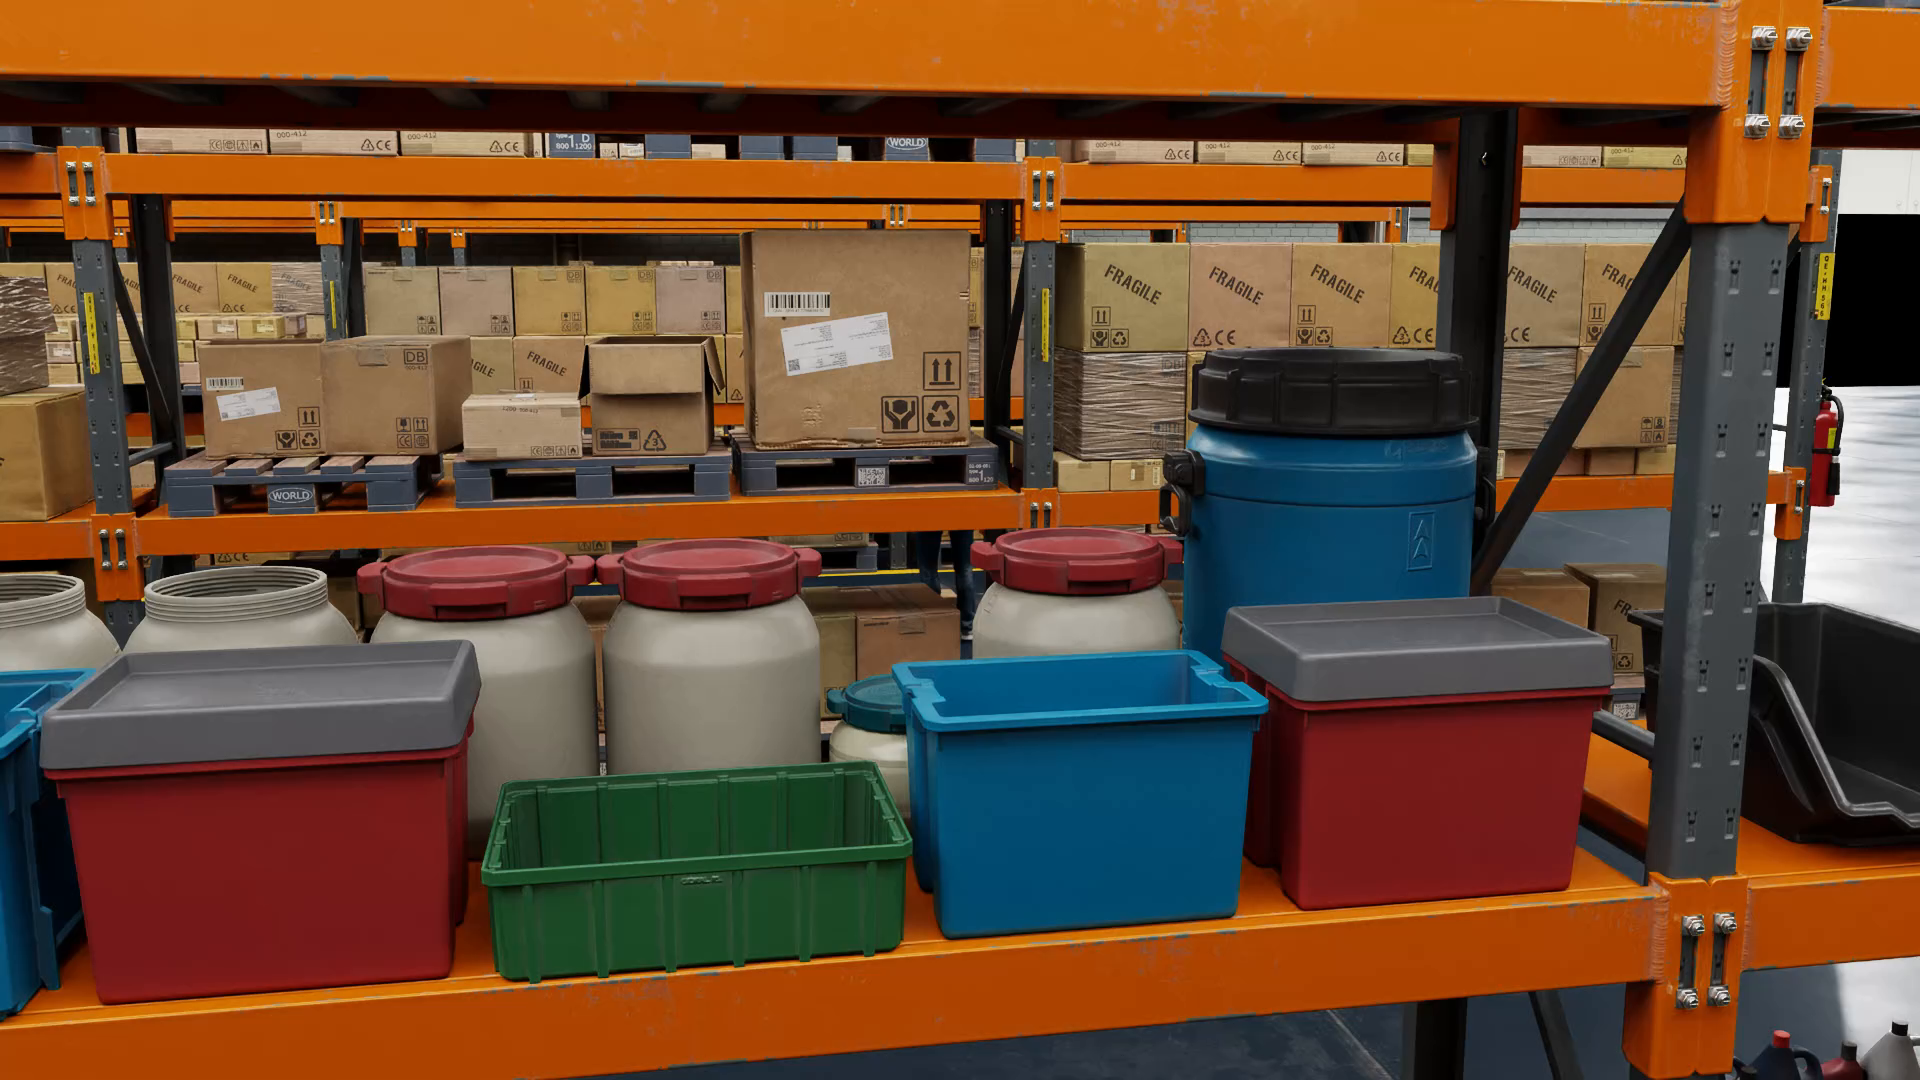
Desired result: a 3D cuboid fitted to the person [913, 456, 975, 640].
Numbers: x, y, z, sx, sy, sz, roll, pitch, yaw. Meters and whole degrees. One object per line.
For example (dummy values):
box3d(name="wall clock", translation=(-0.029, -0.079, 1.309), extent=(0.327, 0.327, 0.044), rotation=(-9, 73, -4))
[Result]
box3d(name="person", translation=(-0.098, -0.149, 10.322), extent=(0.475, 1.580, 0.348), rotation=(-3, 10, -14))
